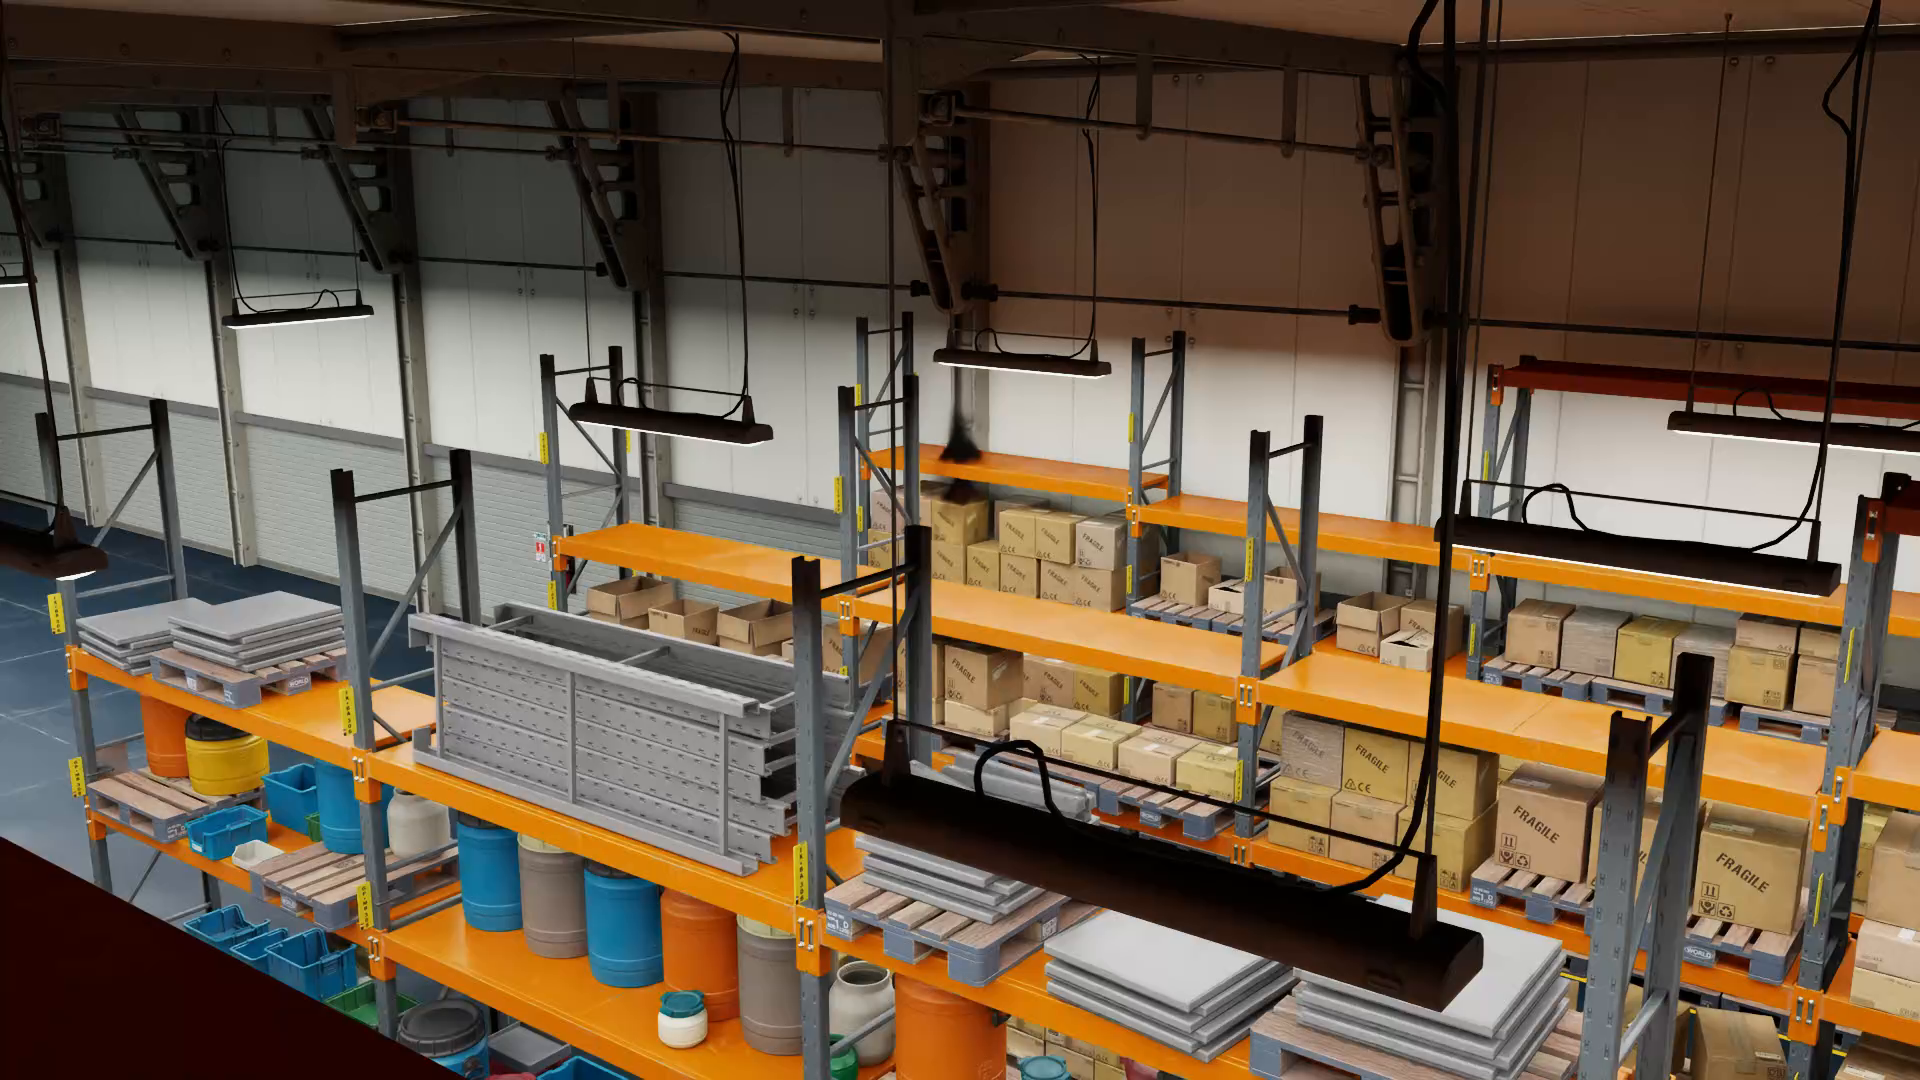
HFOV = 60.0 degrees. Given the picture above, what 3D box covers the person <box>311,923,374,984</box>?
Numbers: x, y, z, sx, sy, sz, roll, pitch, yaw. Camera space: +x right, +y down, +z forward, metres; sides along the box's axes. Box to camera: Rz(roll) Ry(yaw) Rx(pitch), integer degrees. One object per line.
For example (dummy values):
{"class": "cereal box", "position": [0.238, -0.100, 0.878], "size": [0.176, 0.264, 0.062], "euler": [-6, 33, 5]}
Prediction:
{"class": "person", "position": [-6.071, 3.599, 16.037], "size": [1.084, 1.651, 0.661], "euler": [2, 13, 7]}
